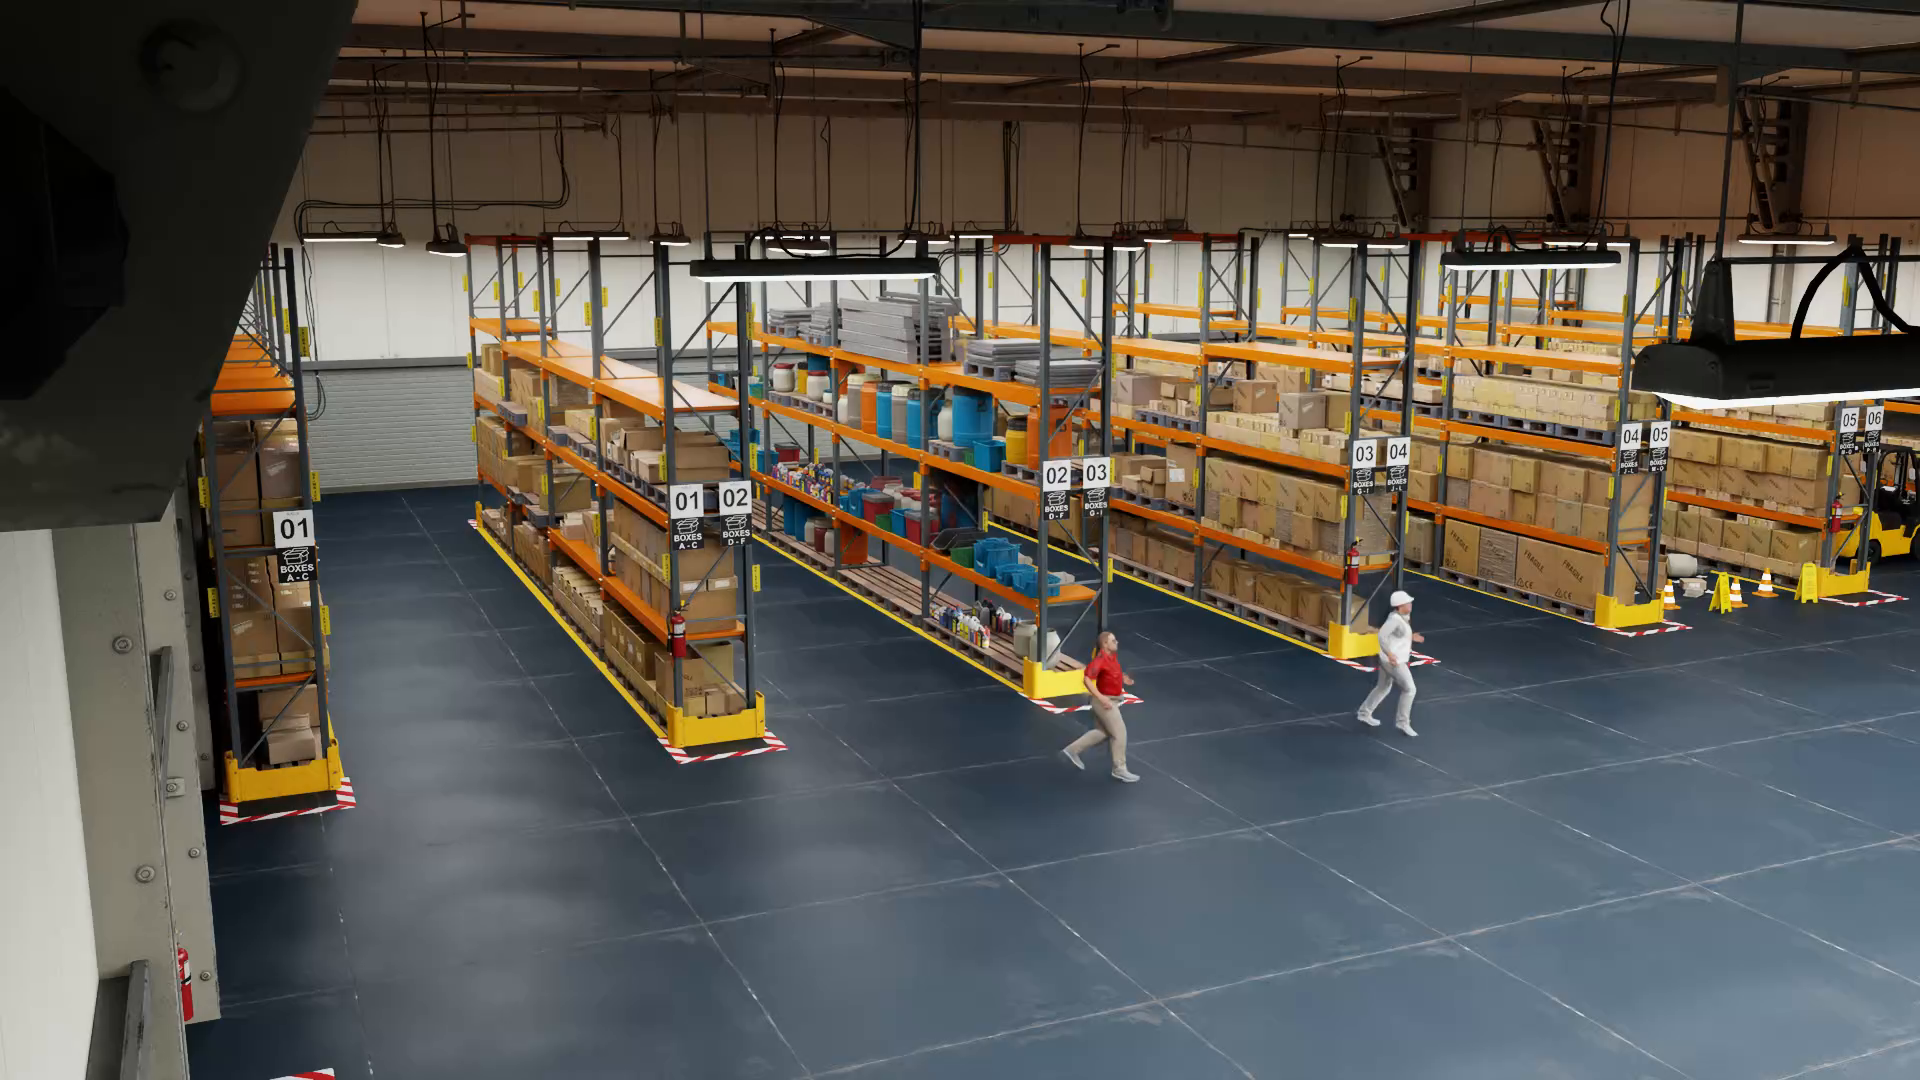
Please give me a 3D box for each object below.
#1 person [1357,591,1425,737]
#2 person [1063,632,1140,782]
[{"bbox_3d":[5.367,1.517,20.663,0.788,1.828,0.651,1,11,7],"label":"person"},{"bbox_3d":[1.620,1.882,18.954,0.888,1.741,0.650,1,11,8],"label":"person"}]
